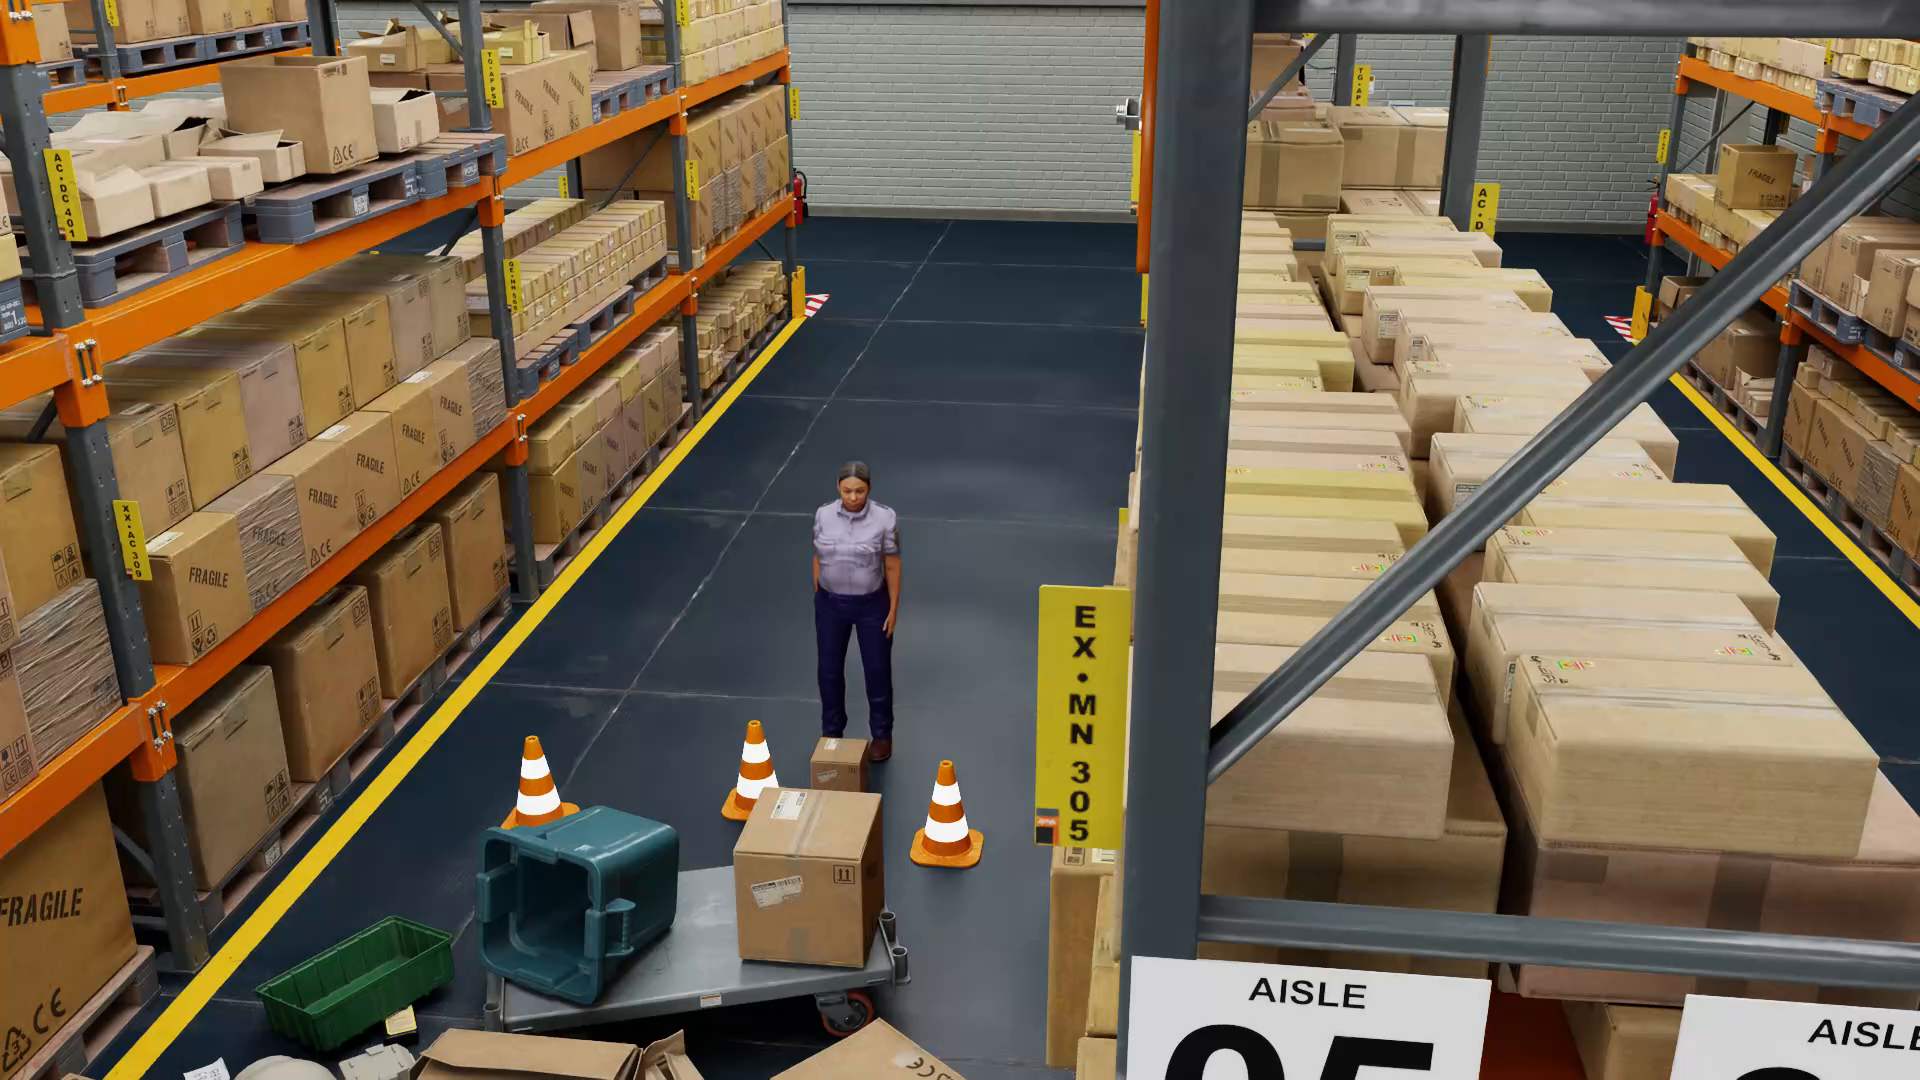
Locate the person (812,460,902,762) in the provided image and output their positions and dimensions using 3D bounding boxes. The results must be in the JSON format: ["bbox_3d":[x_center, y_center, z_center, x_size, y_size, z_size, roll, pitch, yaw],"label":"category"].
[{"bbox_3d":[-0.538,0.369,8.669,0.470,1.645,0.325,3,21,7],"label":"person"}]
